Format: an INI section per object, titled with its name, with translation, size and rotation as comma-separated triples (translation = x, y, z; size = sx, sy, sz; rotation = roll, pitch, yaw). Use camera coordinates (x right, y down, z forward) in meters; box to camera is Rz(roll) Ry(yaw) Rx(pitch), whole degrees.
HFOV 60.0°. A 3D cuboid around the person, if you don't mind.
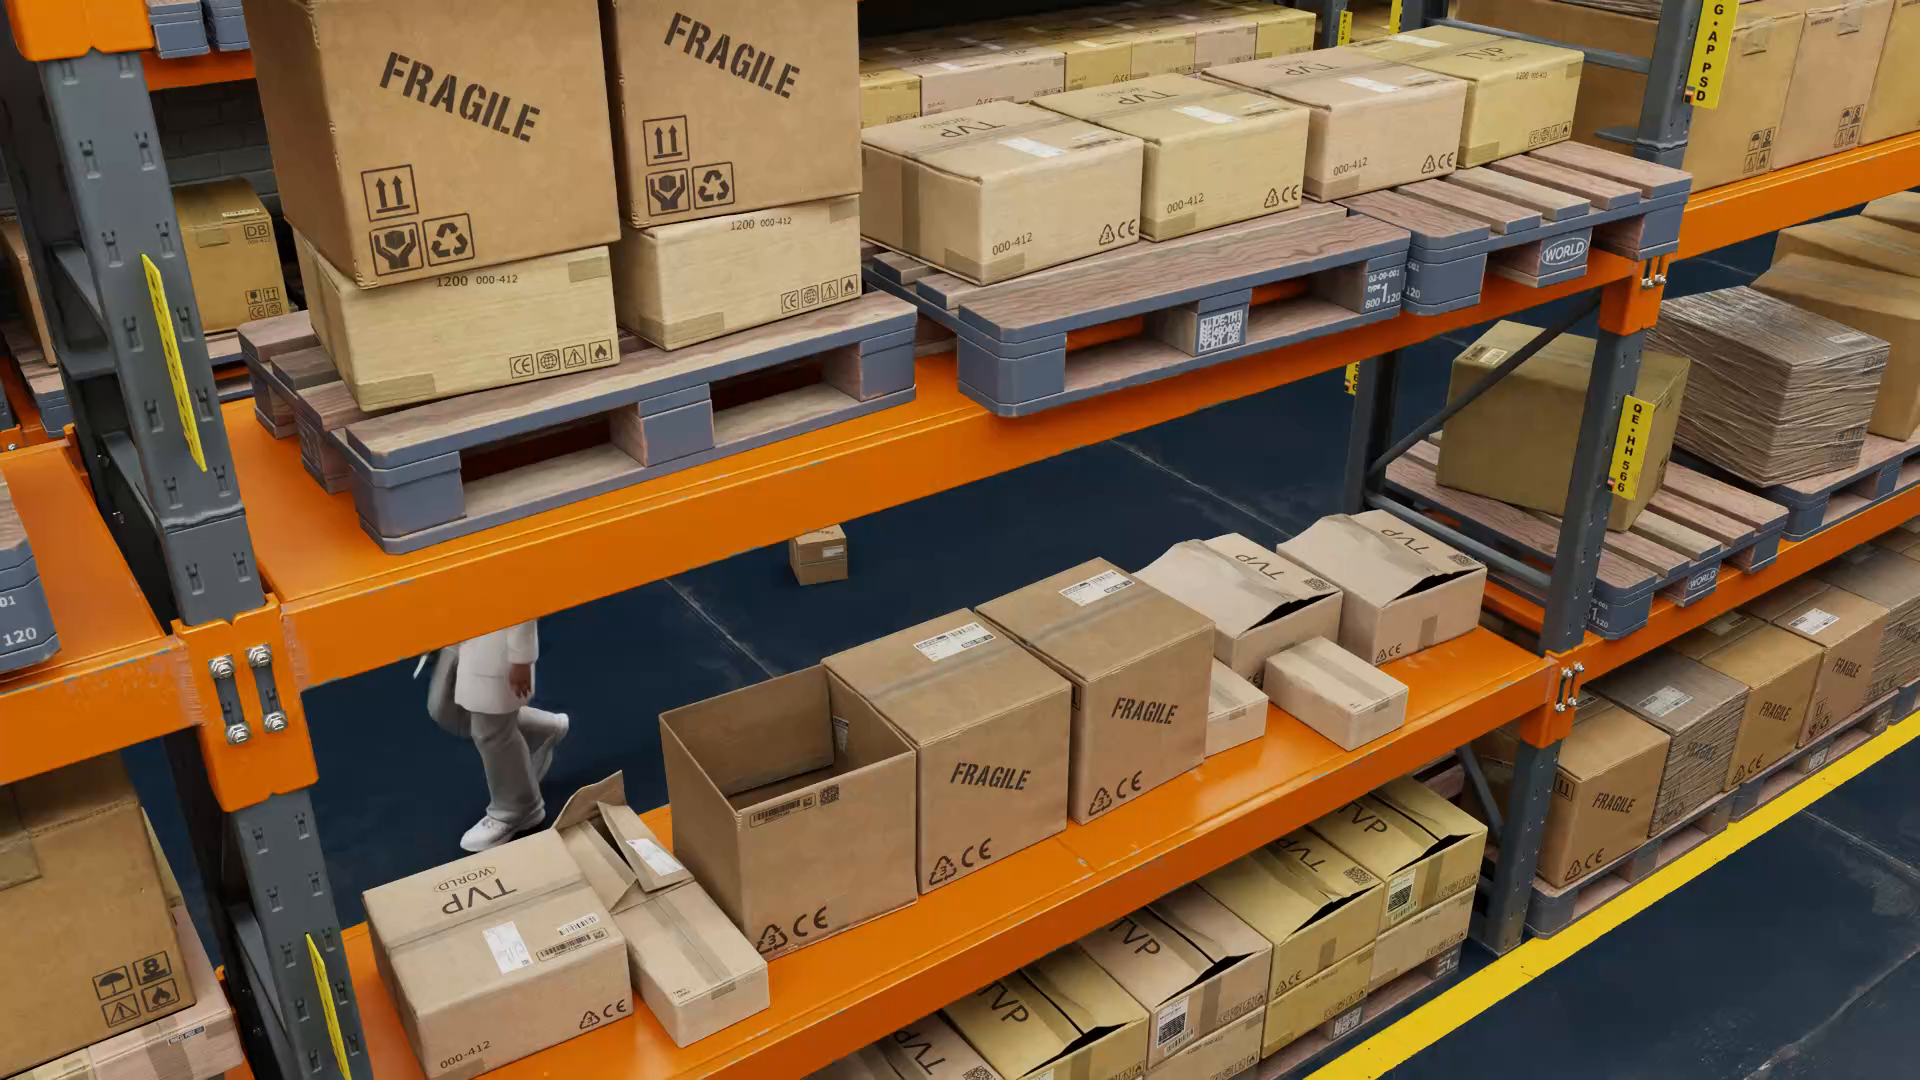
[person]
translation = -1.799, 0.358, 6.409
size = 0.597, 1.770, 0.601
rotation = -24, 37, -38
